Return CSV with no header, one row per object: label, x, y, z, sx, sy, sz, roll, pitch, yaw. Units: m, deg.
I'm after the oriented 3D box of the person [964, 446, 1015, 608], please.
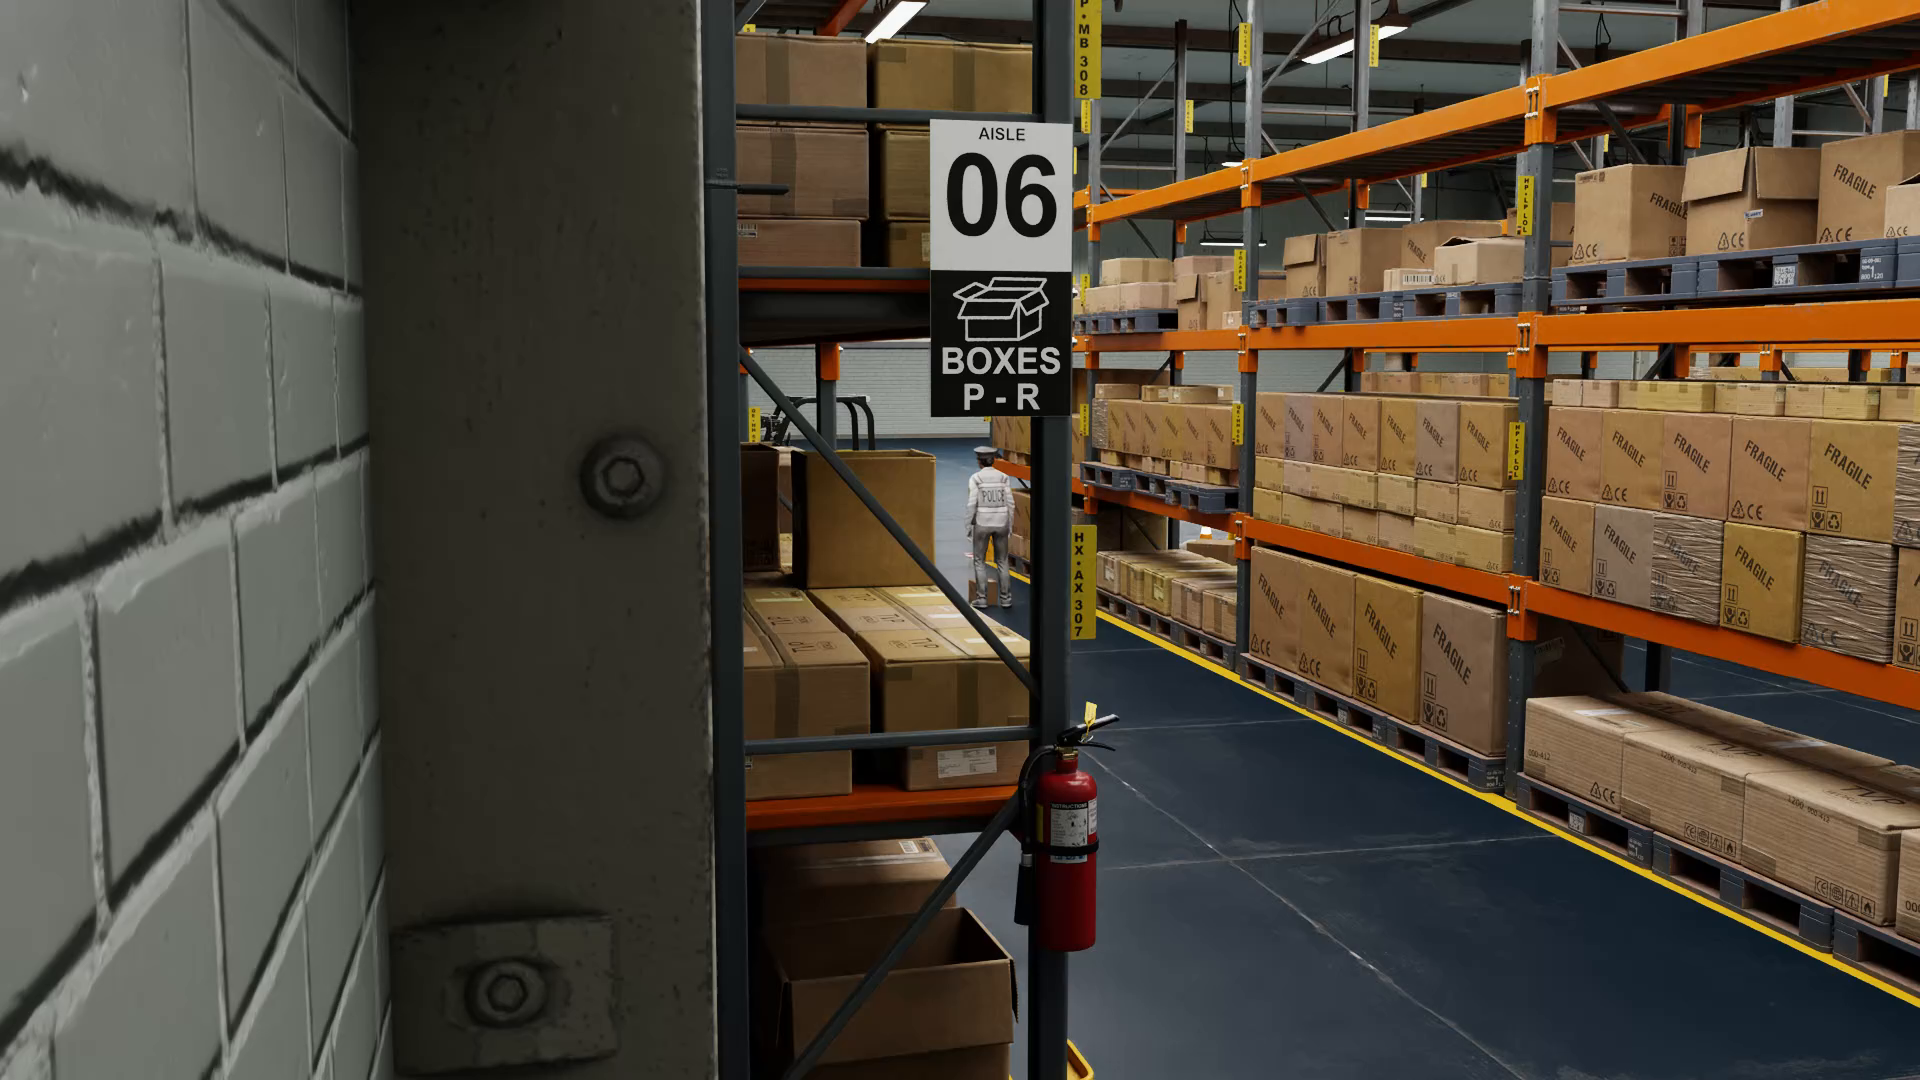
person,0.304,-0.128,17.143,0.543,1.662,0.376,-2,7,-17
